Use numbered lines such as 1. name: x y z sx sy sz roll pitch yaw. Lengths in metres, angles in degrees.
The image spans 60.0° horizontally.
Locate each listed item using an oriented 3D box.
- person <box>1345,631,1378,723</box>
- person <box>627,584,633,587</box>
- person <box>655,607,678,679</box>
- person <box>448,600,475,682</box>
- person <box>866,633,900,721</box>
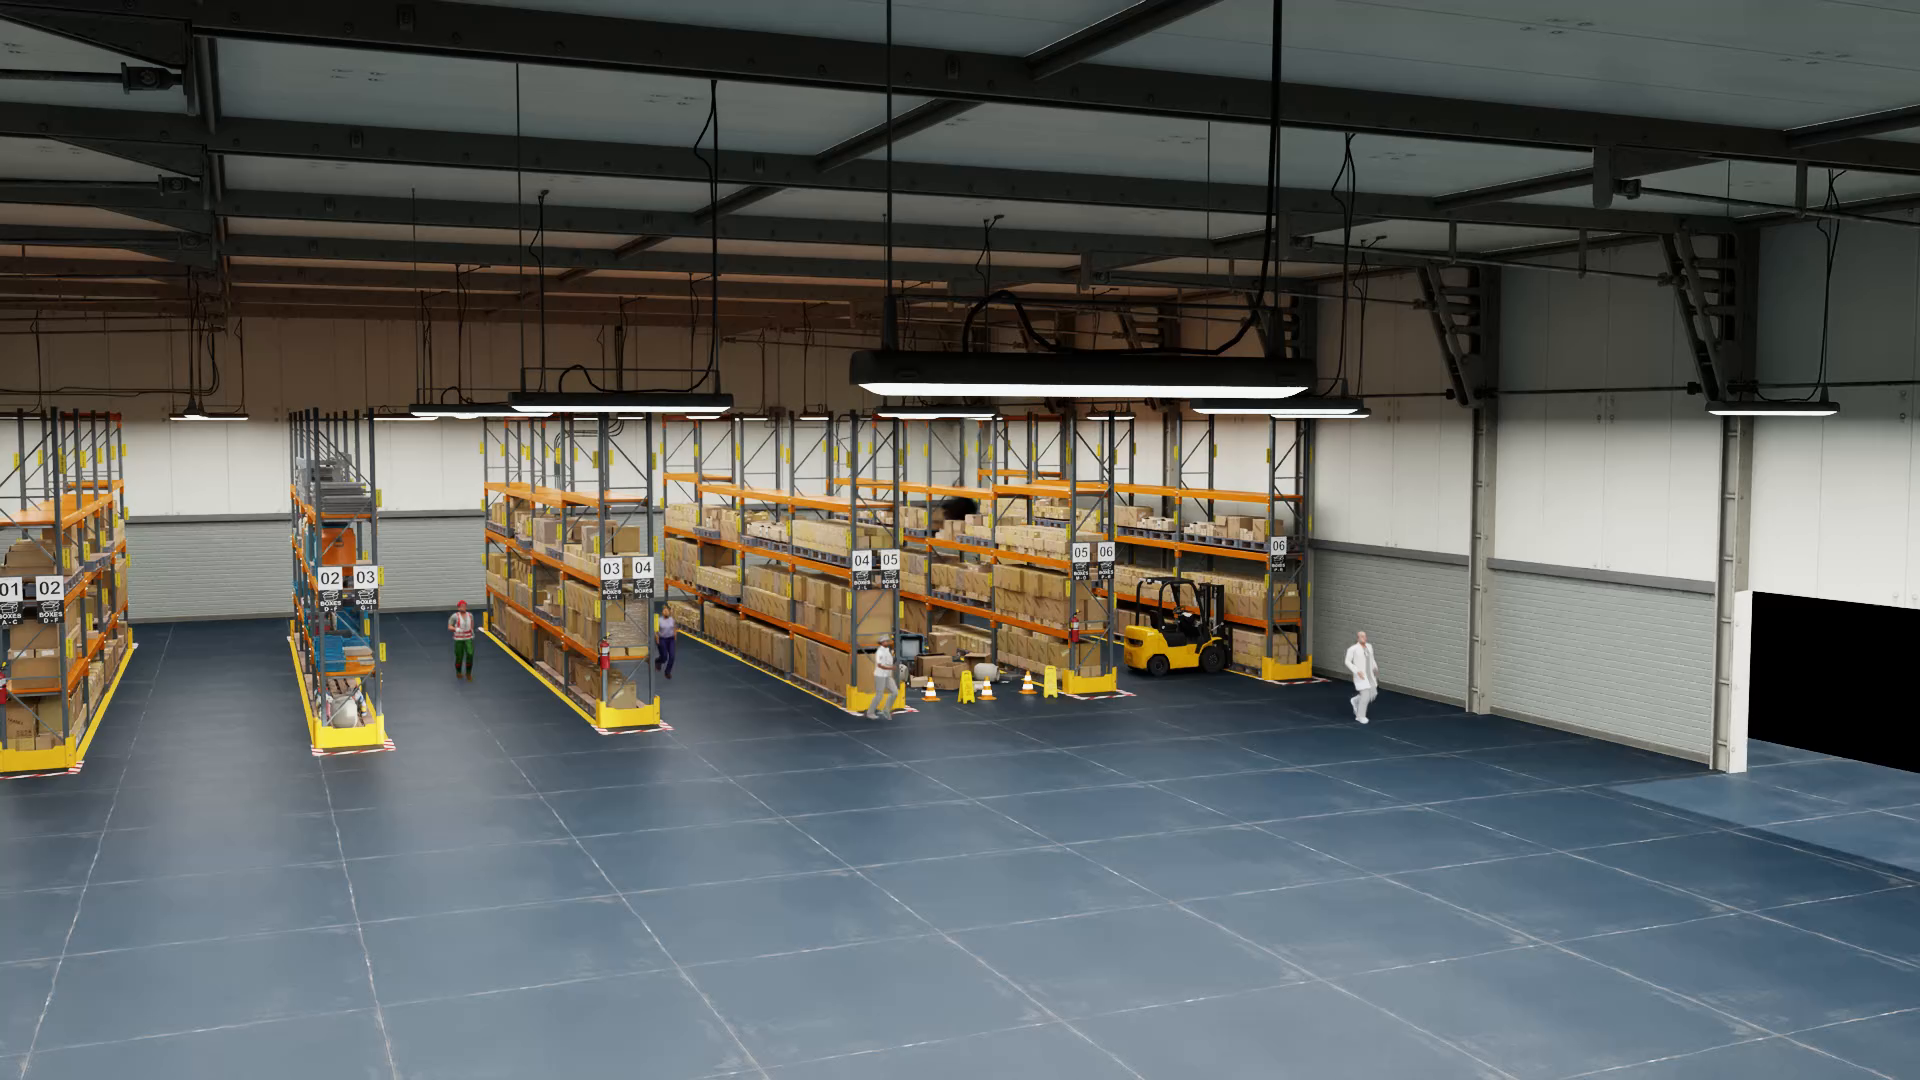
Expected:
1. person: 7.713 2.621 31.975 0.701 1.745 0.589 -2 5 -28
2. person: -8.981 1.662 45.673 0.691 1.742 0.666 -1 4 -13
3. person: -6.649 2.307 37.558 0.614 1.609 0.575 -2 5 -30
4. person: -11.075 2.245 37.017 0.636 1.823 0.763 -2 5 -31
5. person: -1.427 2.657 31.973 0.666 1.745 0.596 2 4 24
